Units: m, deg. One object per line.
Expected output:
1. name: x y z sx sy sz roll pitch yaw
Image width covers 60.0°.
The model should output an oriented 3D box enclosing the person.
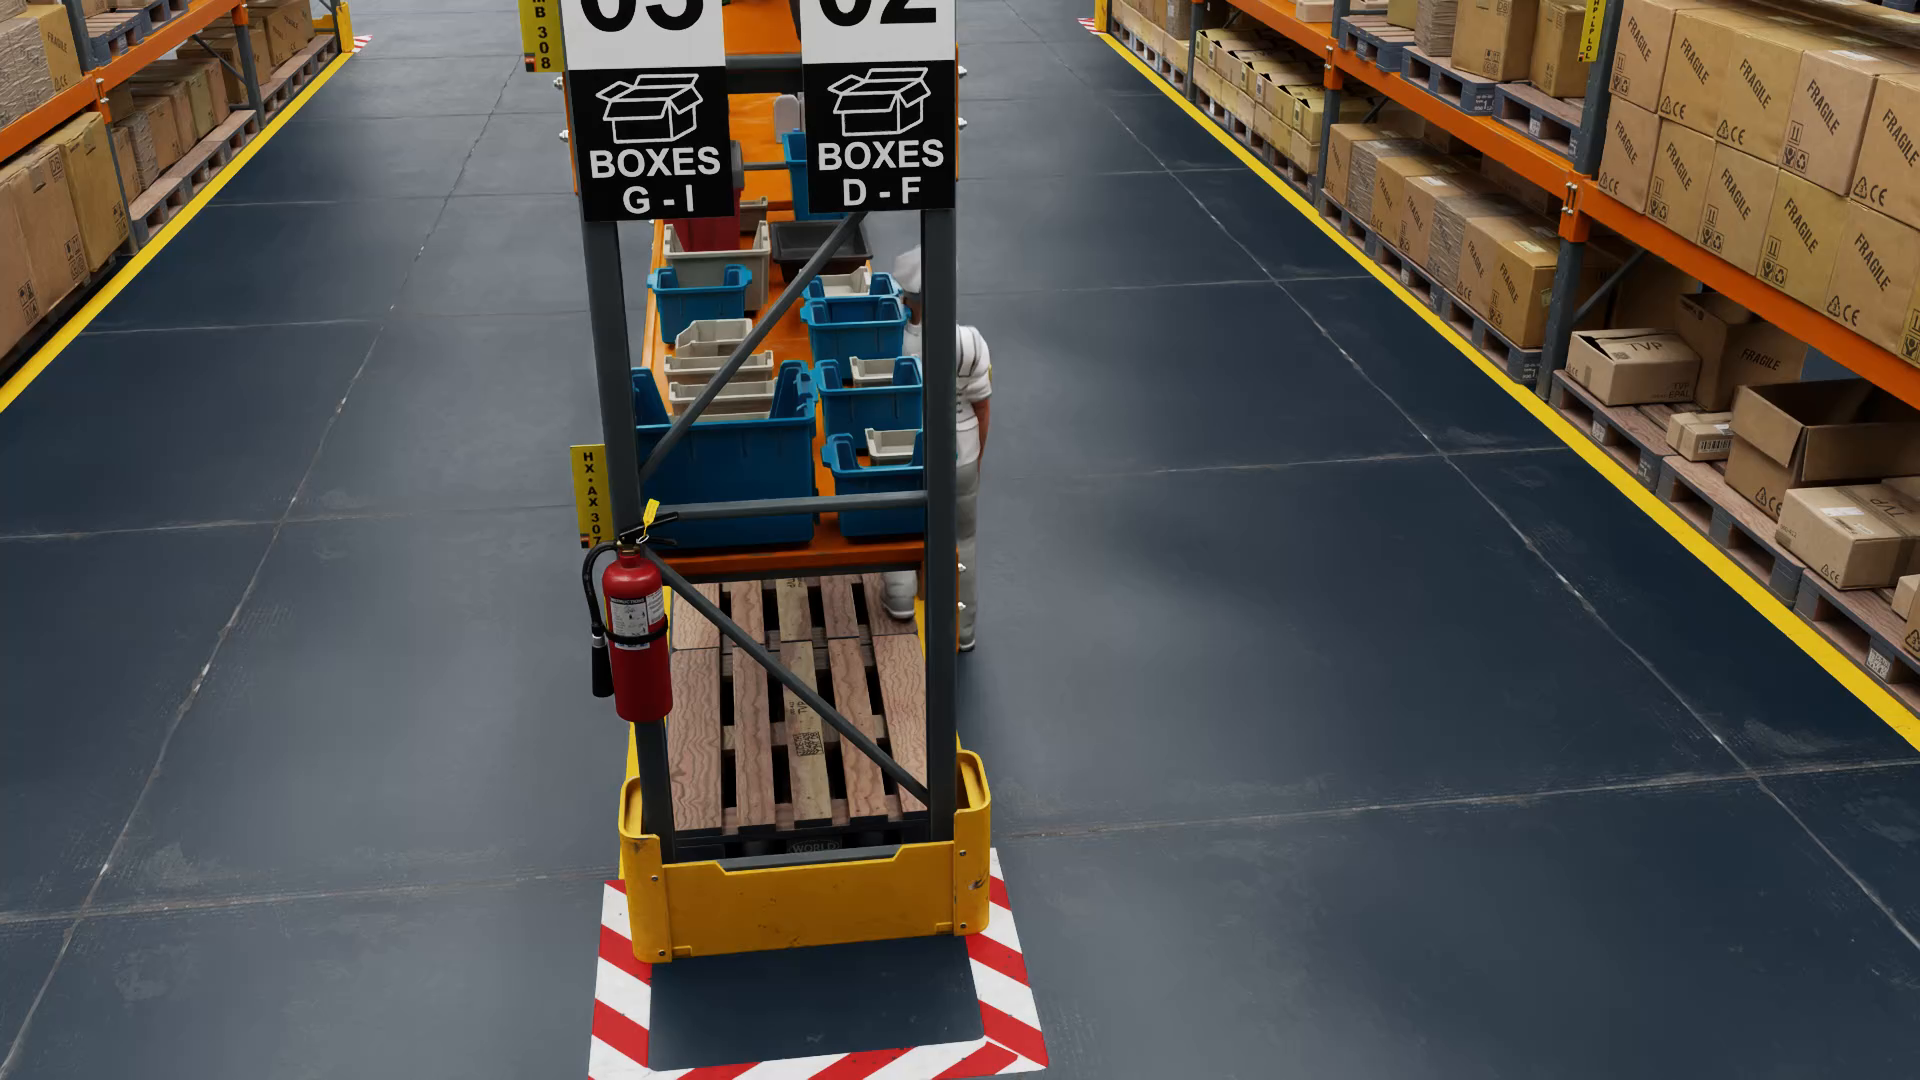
1. person: -0.151 -0.359 6.801 0.526 1.754 0.524 -3 27 -6
